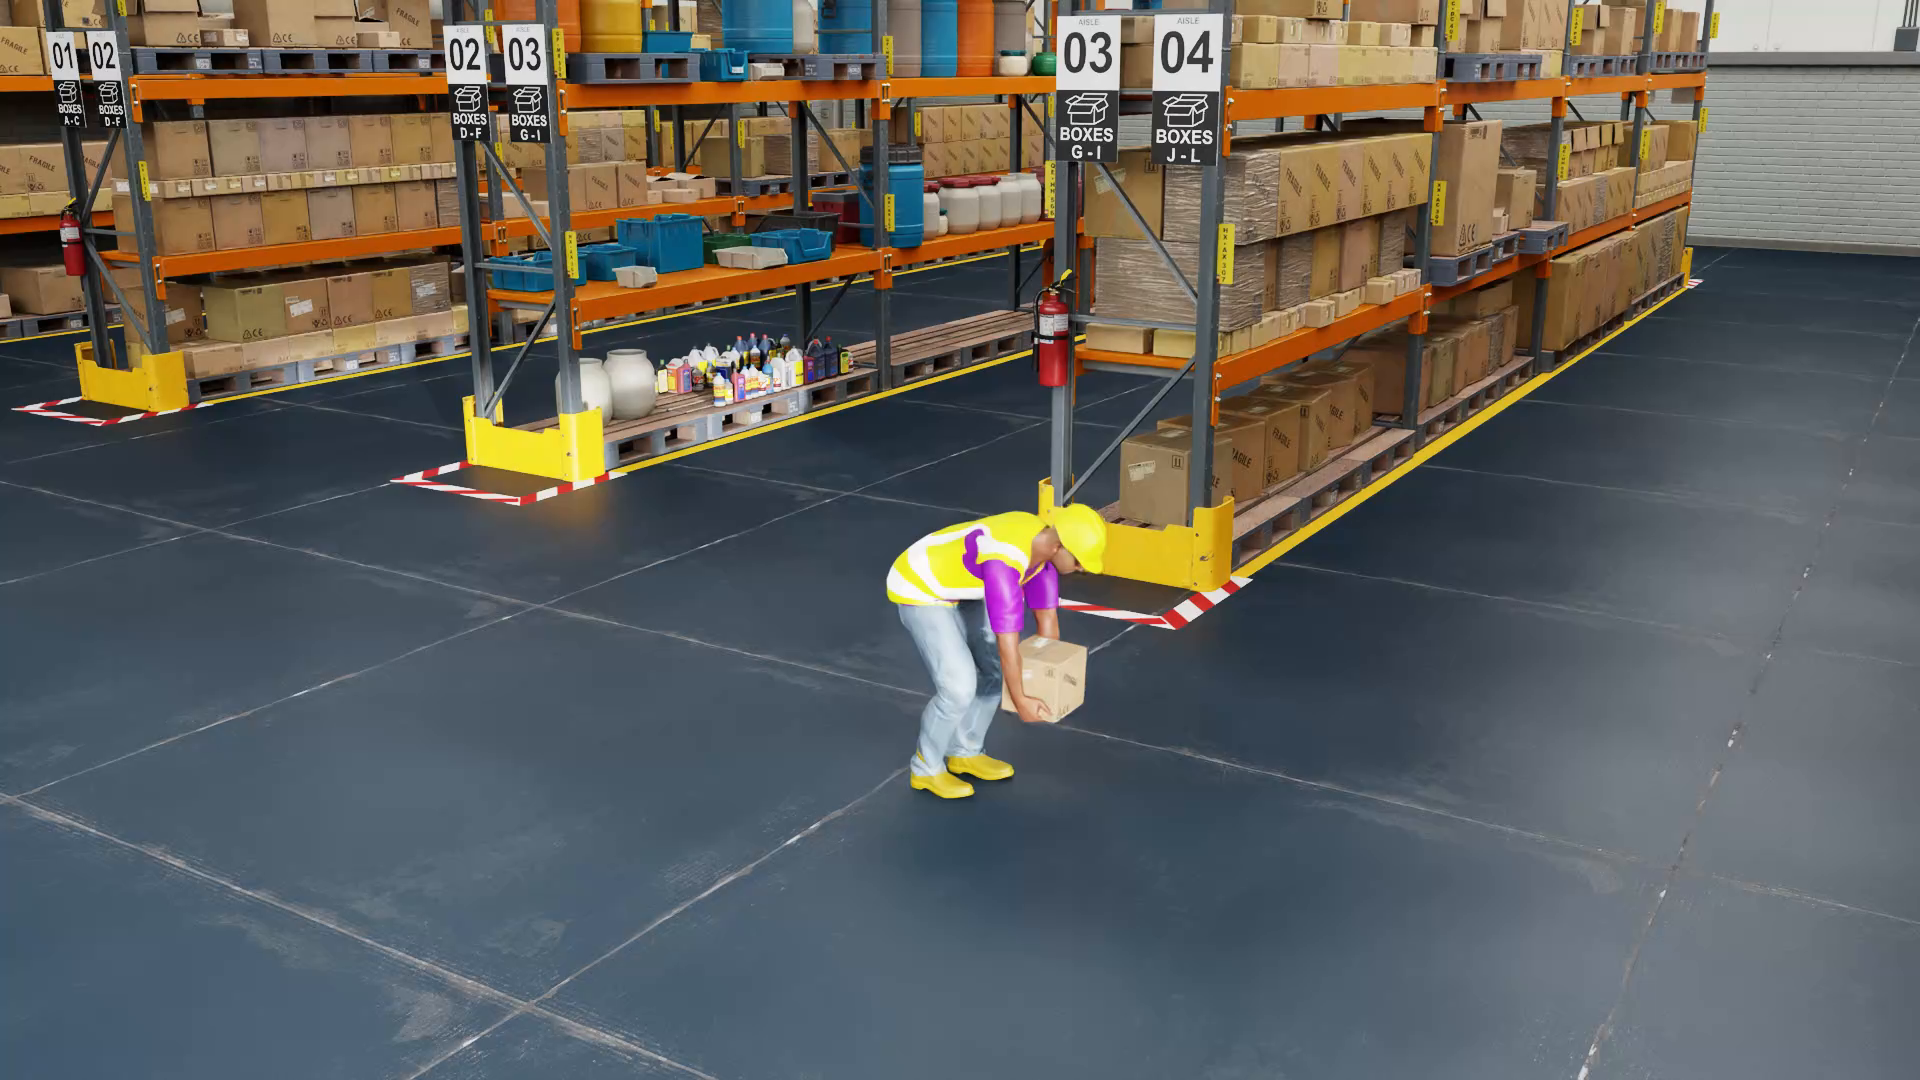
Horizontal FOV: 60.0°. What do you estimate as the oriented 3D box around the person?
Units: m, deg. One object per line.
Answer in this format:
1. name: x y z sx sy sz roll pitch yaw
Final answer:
1. person: 0.163 0.431 6.860 0.932 1.283 0.494 9 18 28
